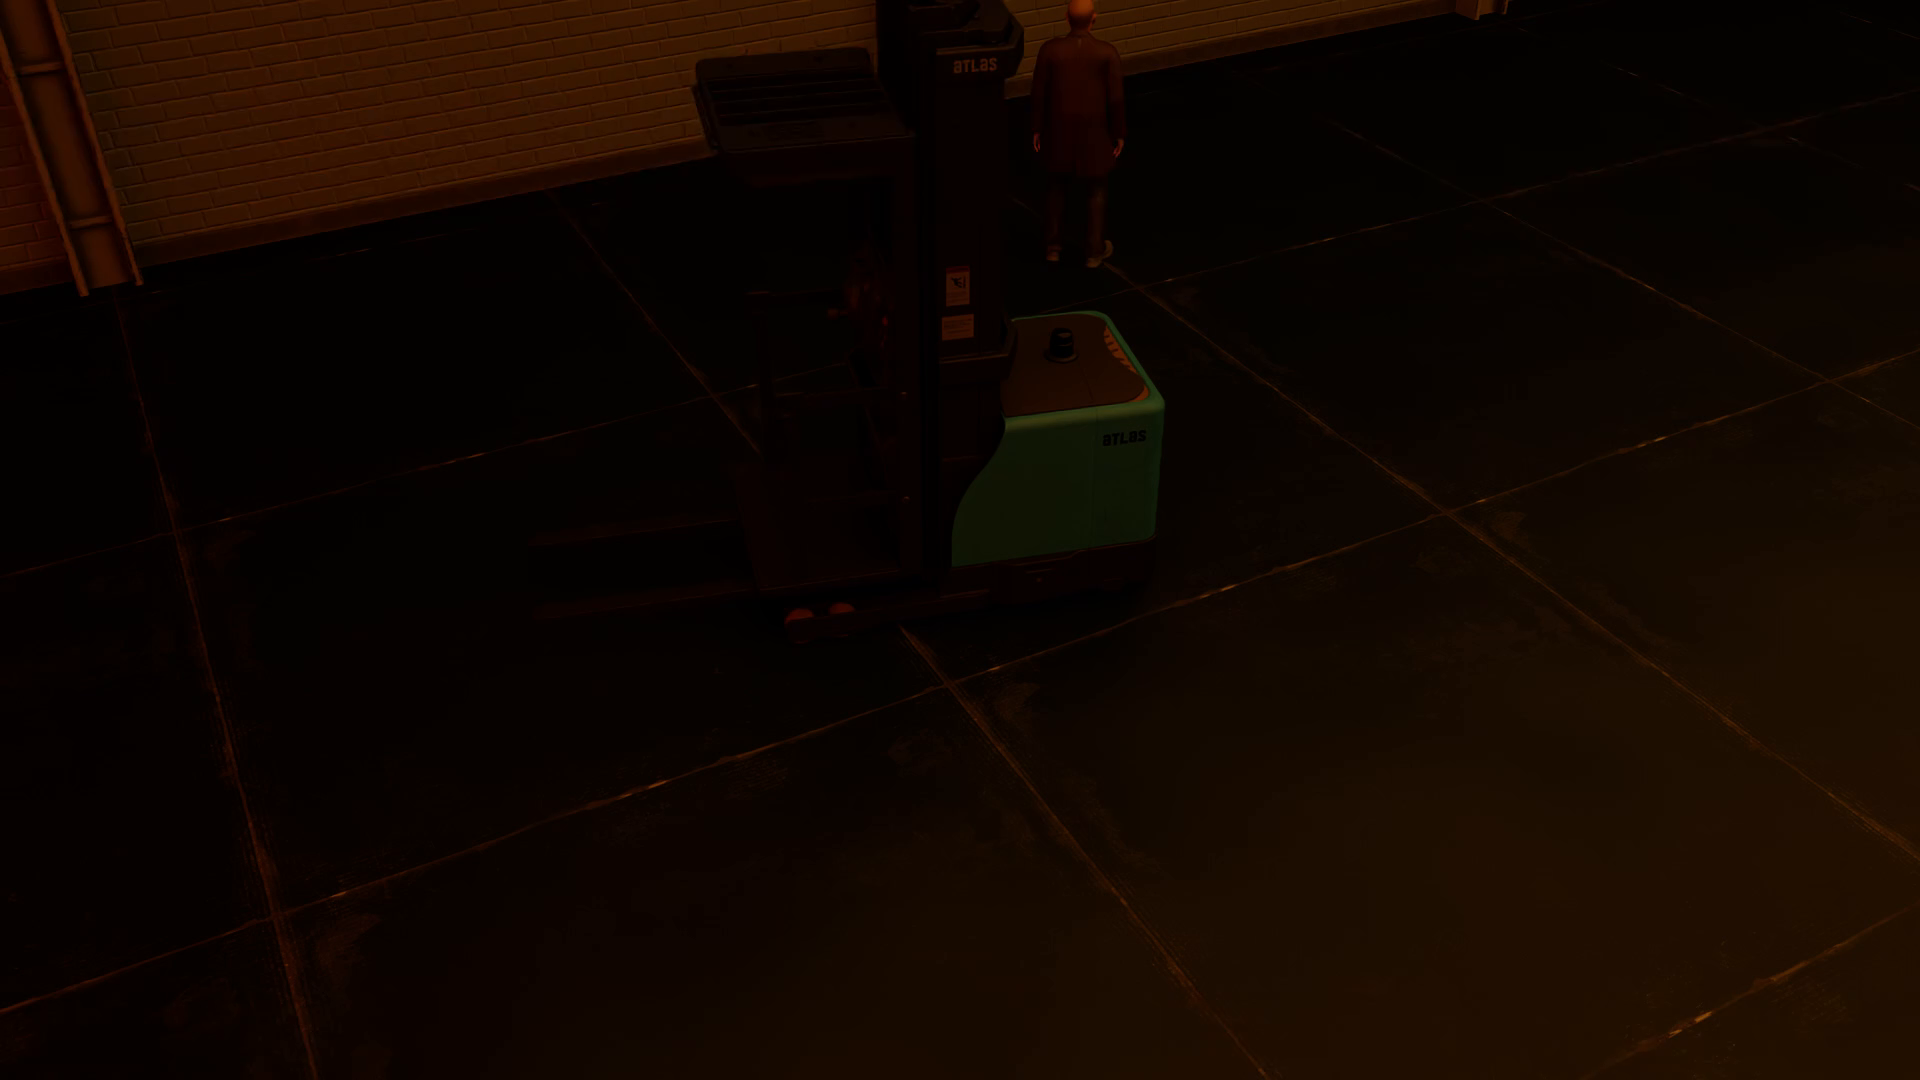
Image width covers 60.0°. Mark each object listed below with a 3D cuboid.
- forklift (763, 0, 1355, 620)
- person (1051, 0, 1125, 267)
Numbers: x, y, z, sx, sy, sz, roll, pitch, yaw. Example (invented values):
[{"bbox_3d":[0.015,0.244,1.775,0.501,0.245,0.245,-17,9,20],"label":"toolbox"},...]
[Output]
[{"bbox_3d":[0.587,-1.338,8.015,3.031,2.935,1.130,-12,37,-17],"label":"forklift"},{"bbox_3d":[0.754,-2.673,10.906,0.655,1.774,0.425,7,36,10],"label":"person"}]
